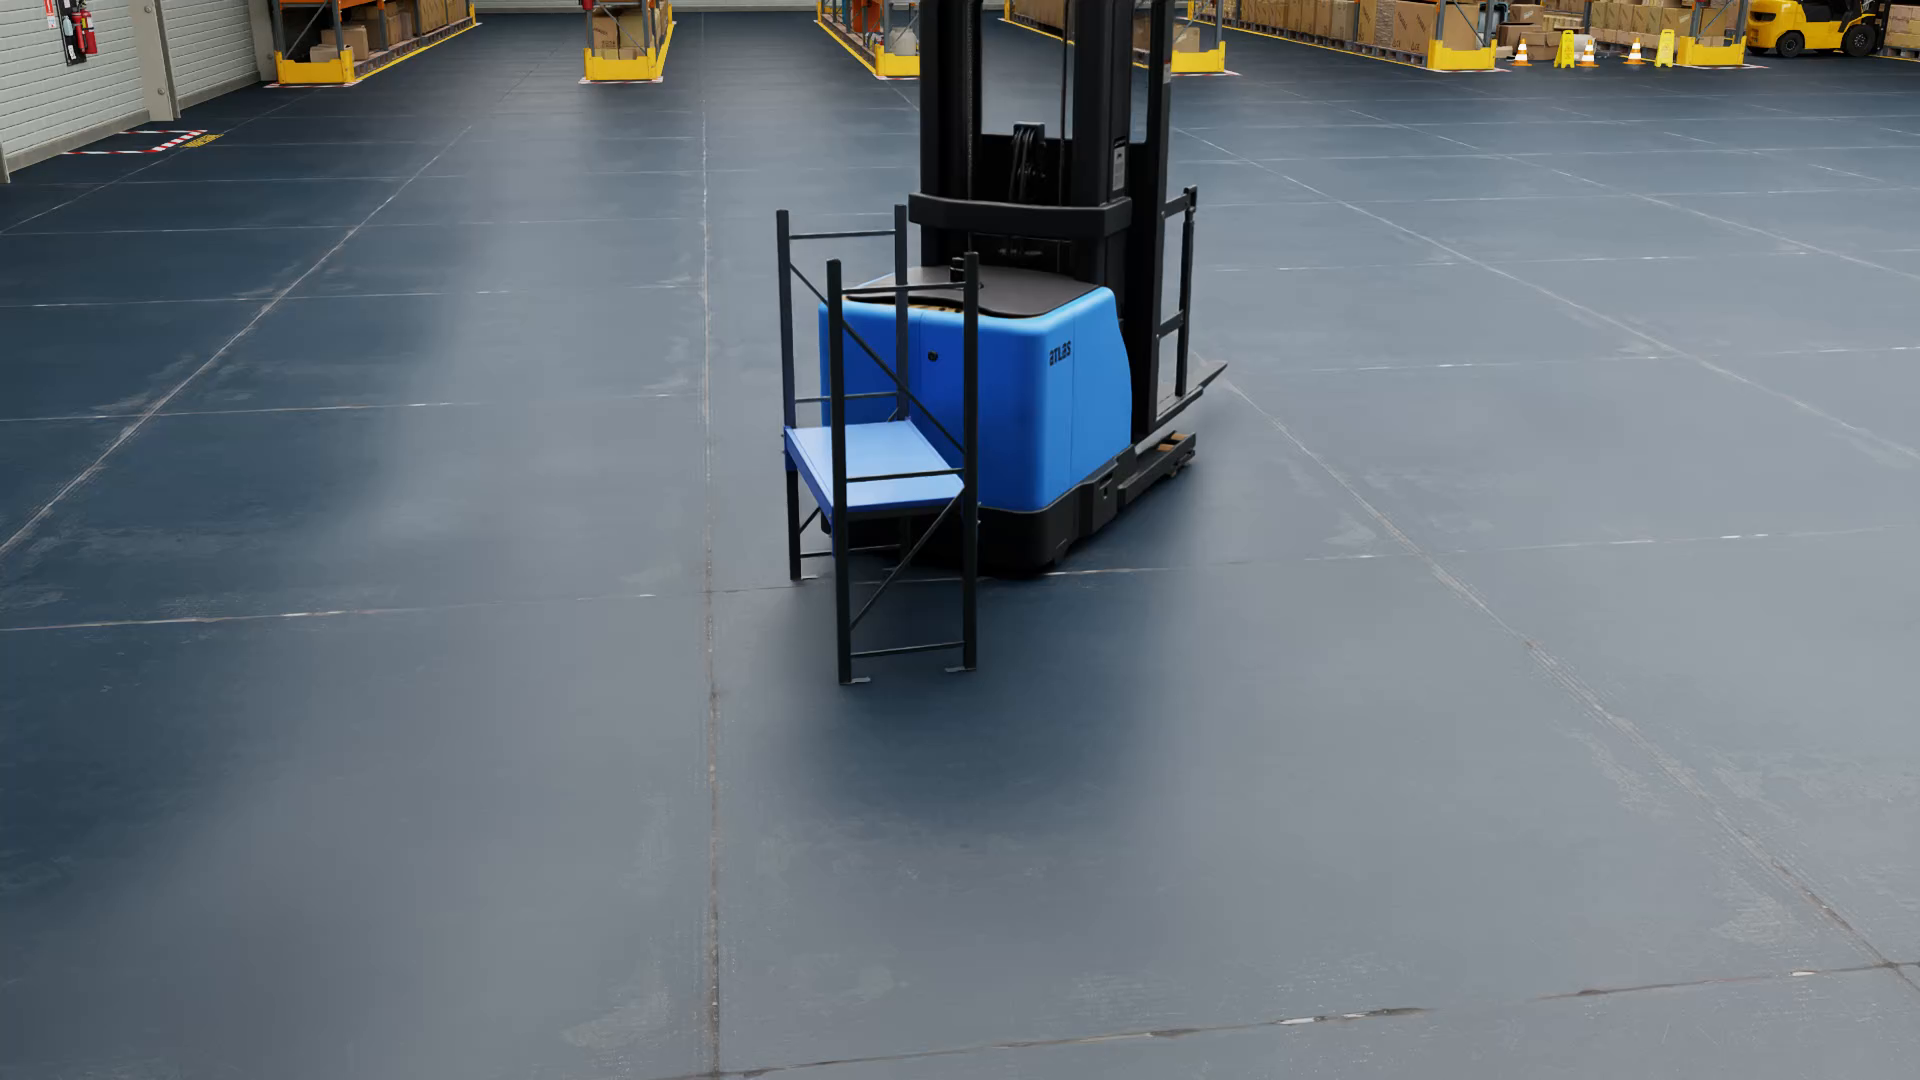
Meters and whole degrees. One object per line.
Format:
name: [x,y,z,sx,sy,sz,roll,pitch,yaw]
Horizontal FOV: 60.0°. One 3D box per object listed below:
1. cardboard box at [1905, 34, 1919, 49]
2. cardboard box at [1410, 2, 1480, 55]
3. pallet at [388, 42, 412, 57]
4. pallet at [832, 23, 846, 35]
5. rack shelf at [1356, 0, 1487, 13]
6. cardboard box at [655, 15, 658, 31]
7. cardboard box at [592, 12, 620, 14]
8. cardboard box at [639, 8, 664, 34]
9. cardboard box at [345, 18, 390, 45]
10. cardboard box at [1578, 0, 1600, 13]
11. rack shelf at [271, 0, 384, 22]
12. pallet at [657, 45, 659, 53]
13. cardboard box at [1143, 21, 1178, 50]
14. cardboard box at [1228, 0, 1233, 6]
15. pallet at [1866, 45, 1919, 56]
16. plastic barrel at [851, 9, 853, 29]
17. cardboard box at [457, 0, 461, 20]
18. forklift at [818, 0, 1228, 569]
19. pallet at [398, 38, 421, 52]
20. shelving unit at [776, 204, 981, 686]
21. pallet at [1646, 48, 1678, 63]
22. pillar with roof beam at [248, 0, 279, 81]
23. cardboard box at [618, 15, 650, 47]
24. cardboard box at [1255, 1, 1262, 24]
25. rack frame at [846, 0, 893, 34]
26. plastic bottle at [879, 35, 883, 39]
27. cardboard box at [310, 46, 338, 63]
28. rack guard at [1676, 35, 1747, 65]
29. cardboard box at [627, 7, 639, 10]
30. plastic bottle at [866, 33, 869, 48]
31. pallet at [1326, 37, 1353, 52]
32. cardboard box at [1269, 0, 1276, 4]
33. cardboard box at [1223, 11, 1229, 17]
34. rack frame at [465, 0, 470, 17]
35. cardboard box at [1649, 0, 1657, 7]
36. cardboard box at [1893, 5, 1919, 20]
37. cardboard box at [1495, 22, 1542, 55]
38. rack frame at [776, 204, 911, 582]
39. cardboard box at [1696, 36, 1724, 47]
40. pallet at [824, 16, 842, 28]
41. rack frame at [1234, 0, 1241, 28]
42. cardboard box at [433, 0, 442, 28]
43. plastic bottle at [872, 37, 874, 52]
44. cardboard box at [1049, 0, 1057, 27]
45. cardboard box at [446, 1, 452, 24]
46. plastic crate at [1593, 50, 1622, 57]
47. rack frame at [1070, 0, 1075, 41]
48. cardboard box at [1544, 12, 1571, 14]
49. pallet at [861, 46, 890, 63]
cardboard box: [18.428,-9.502,31.700,0.500,0.250,0.500,-3,21,-7]
cardboard box: [8.851,-9.343,30.381,0.875,0.875,0.875,-3,21,-7]
pallet: [-11.483,-9.717,32.931,1.003,0.211,1.213,-3,21,-8]
pallet: [-2.470,-12.025,39.109,1.003,0.211,1.213,-3,21,-8]
rack shelf: [8.725,-10.266,31.443,1.077,0.370,4.000,-3,21,-8]
cardboard box: [-6.169,-10.082,32.452,0.500,0.311,0.500,-3,21,-8]
cardboard box: [-6.314,-9.146,29.675,0.500,0.500,0.500,-3,21,-8]
cardboard box: [-6.648,-11.174,35.790,0.500,0.500,0.500,-2,21,-5]
cardboard box: [-11.437,-9.796,32.101,0.700,0.500,0.500,-3,21,-9]
cardboard box: [16.731,-14.138,43.755,0.700,0.500,0.500,-4,21,-10]
rack shelf: [-10.902,-9.301,28.860,1.077,0.370,4.000,-3,21,-8]
pallet: [-6.613,-9.952,33.560,1.003,0.211,1.213,-3,21,-8]
cardboard box: [3.790,-9.556,31.488,0.500,0.500,0.500,-5,21,-13]
cardboard box: [6.899,-13.402,41.435,0.380,0.149,0.250,-3,21,-7]
pallet: [18.485,-9.825,33.219,1.003,0.211,1.213,-3,21,-8]
plastic barrel: [-2.221,-11.606,36.959,0.421,0.512,0.421,0,20,0]
cardboard box: [-12.575,-12.927,40.511,0.700,0.500,0.500,-4,21,-10]
forklift: [0.510,-1.733,7.666,1.130,2.935,3.031,10,23,25]
pallet: [-11.656,-10.139,34.060,1.003,0.211,1.213,-3,21,-8]
shelving unit: [-0.316,-0.388,6.111,0.538,1.500,1.048,-5,21,-14]
pallet: [13.804,-9.198,31.542,1.003,0.211,1.213,-3,21,-8]
pillar with roof beam: [-7.311,-12.172,26.944,9.100,9.000,0.400,-3,21,-8]
cardboard box: [-5.644,-8.827,28.820,0.500,0.500,0.500,-3,21,-8]
cardboard box: [7.295,-12.458,39.256,0.500,0.500,0.500,-3,21,-7]
rack frame: [-1.963,-12.215,35.634,1.000,3.000,0.127,-3,21,-8]
plastic bottle: [-1.450,-9.264,30.996,0.152,0.276,0.135,-3,21,-8]
cardboard box: [-10.625,-8.136,27.928,0.500,0.311,0.500,-5,21,-14]
rack guard: [13.886,-9.050,30.733,1.175,0.500,0.348,-3,21,-8]
cardboard box: [-7.233,-11.314,36.165,0.500,0.500,0.500,-2,21,-6]
plastic bottle: [-1.701,-9.517,31.675,0.152,0.276,0.135,-2,21,-6]
pallet: [8.251,-10.252,34.364,1.003,0.211,1.213,-3,21,-8]
cardboard box: [7.419,-12.455,38.177,0.500,0.250,0.500,-3,21,-7]
cardboard box: [6.834,-13.227,41.819,0.380,0.149,0.250,-4,21,-10]
rack frame: [-12.920,-14.485,41.713,1.000,3.000,0.127,-3,21,-8]
cardboard box: [13.371,-10.234,31.661,0.380,0.149,0.250,-3,21,-7]
cardboard box: [18.354,-10.144,31.989,0.500,0.250,0.500,-3,21,-7]
cardboard box: [10.996,-9.893,32.791,0.797,0.637,0.503,-3,21,-8]
rack frame: [-0.449,-0.560,6.571,0.500,1.500,0.032,-5,21,-14]
cardboard box: [14.055,-9.397,31.418,0.500,0.250,0.500,-3,21,-8]
pallet: [-2.864,-12.970,41.640,1.003,0.211,1.213,-3,21,-8]
rack frame: [7.284,-14.065,40.587,1.000,3.000,0.127,-3,21,-8]
cardboard box: [-11.990,-11.764,36.899,0.750,0.750,0.750,-2,21,-6]
plastic bottle: [-1.538,-9.126,30.627,0.152,0.276,0.135,-3,21,-9]
cardboard box: [2.738,-12.215,38.071,1.225,0.875,0.875,-3,21,-8]
cardboard box: [-12.350,-12.390,39.076,0.700,0.500,0.500,-3,21,-7]
plastic crate: [12.736,-9.627,32.878,0.402,0.080,0.583,-11,23,-26]
rack frame: [2.938,-12.465,36.303,1.000,3.000,0.127,-3,21,-8]
cardboard box: [12.930,-11.479,36.820,0.950,0.372,0.625,-3,21,-9]
pallet: [-1.331,-9.289,31.786,1.003,0.211,1.213,-3,21,-8]
